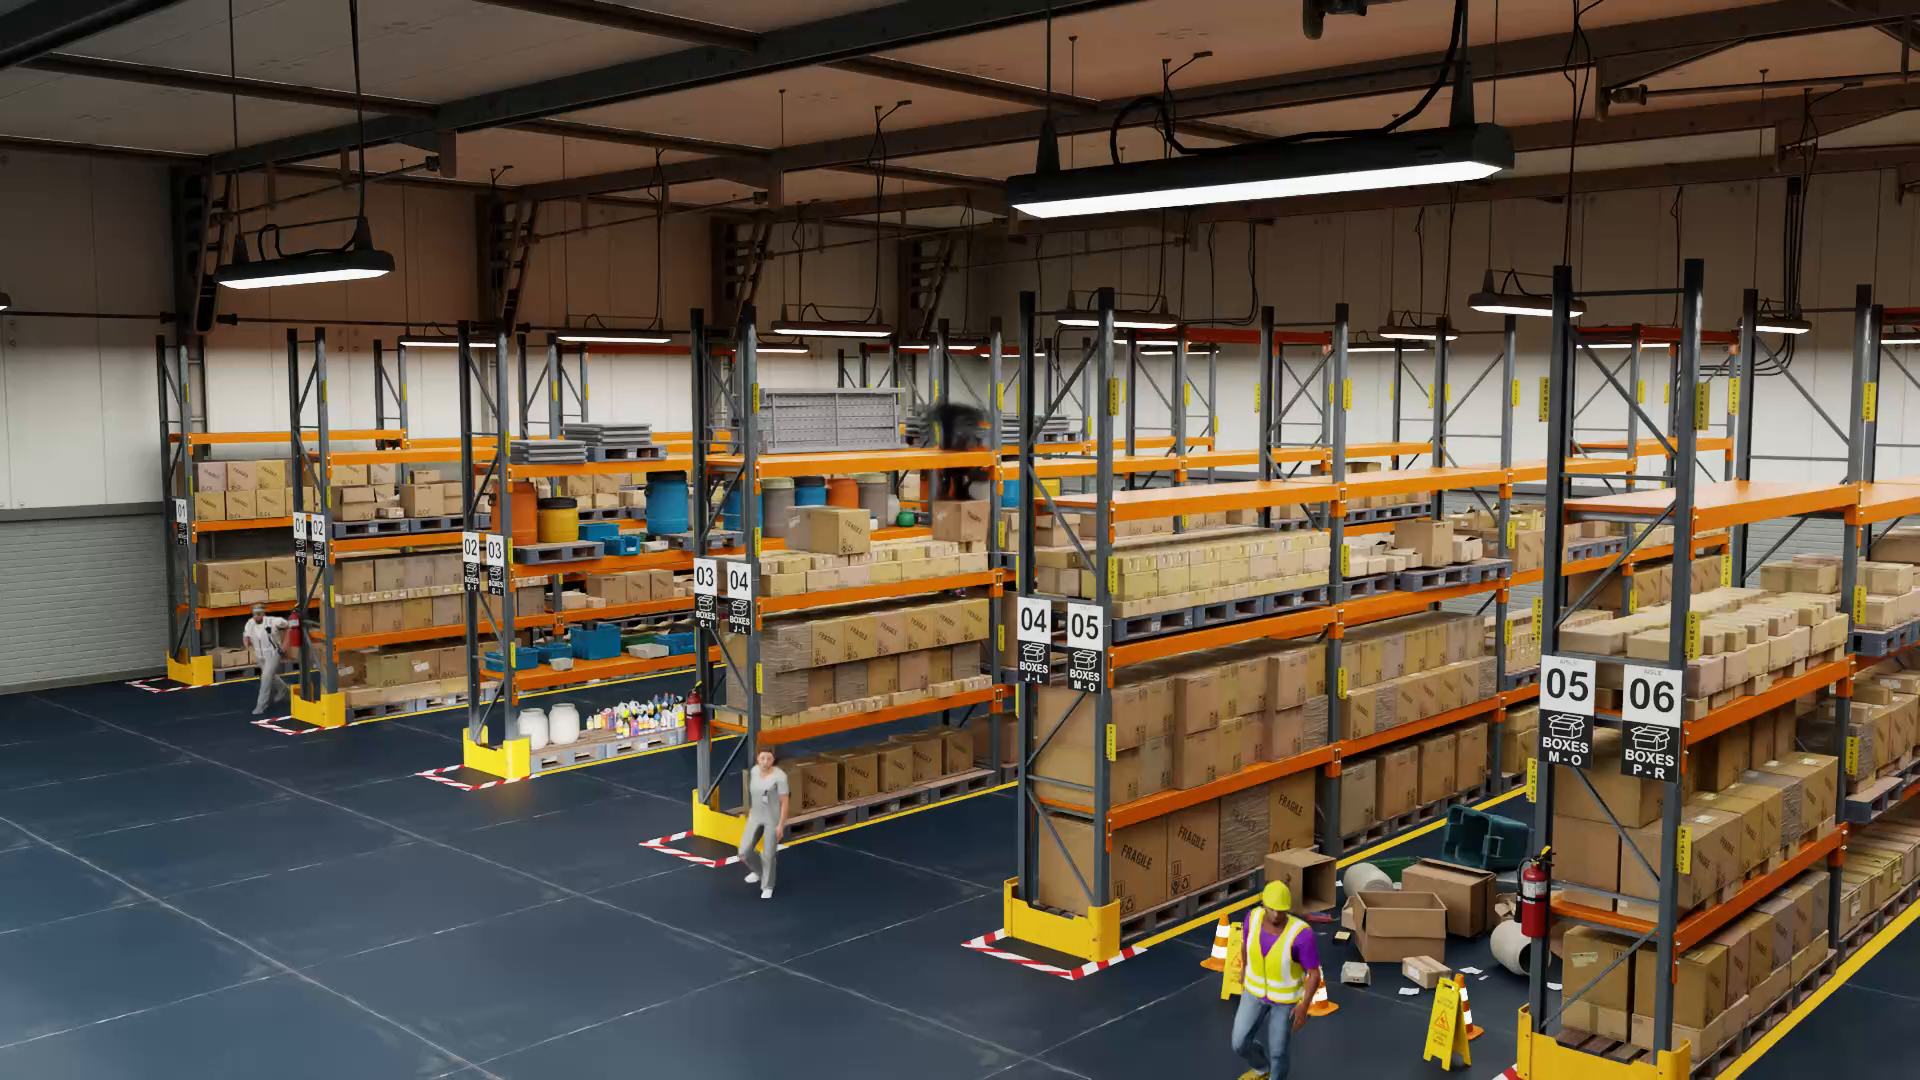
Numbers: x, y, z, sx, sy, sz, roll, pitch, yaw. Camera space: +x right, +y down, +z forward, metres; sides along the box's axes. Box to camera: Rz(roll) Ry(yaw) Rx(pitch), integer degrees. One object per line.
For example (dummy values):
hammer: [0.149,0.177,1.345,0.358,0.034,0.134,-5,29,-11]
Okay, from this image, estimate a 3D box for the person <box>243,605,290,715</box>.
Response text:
person: [-10.968,1.846,26.423,0.691,1.746,1.037,1,5,7]

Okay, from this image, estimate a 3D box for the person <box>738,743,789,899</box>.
person: [-1.946,2.797,16.678,0.621,1.627,0.547,2,6,21]

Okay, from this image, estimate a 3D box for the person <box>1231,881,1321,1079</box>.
person: [2.219,3.209,11.738,0.700,1.721,0.655,3,6,30]

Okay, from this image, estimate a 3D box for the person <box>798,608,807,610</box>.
person: [-2.814,1.621,29.028,0.543,1.591,0.888,4,7,35]
